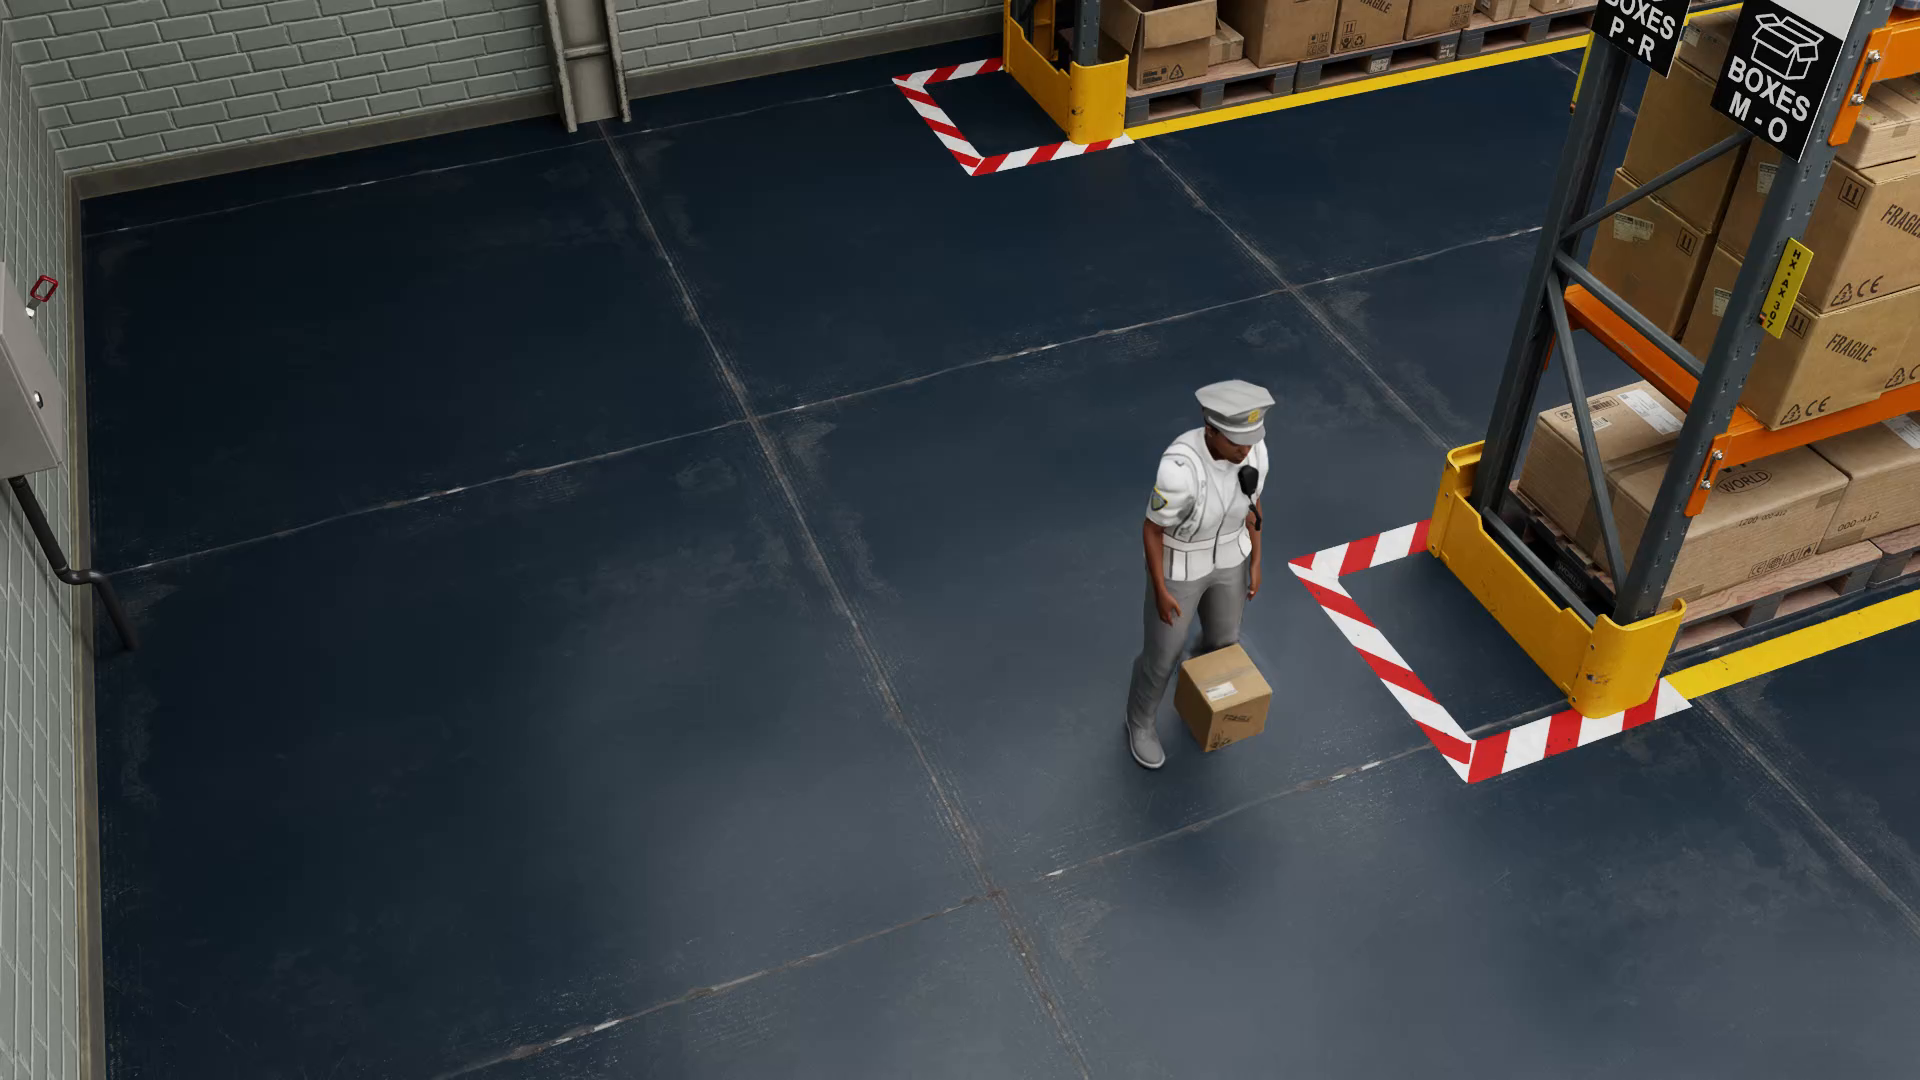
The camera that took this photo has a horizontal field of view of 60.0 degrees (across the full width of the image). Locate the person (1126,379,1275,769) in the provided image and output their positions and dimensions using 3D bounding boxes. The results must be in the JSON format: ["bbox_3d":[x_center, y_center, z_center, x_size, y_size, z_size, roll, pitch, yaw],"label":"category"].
[{"bbox_3d":[0.862,0.104,6.038,0.497,1.667,0.371,-17,45,-18],"label":"person"}]
